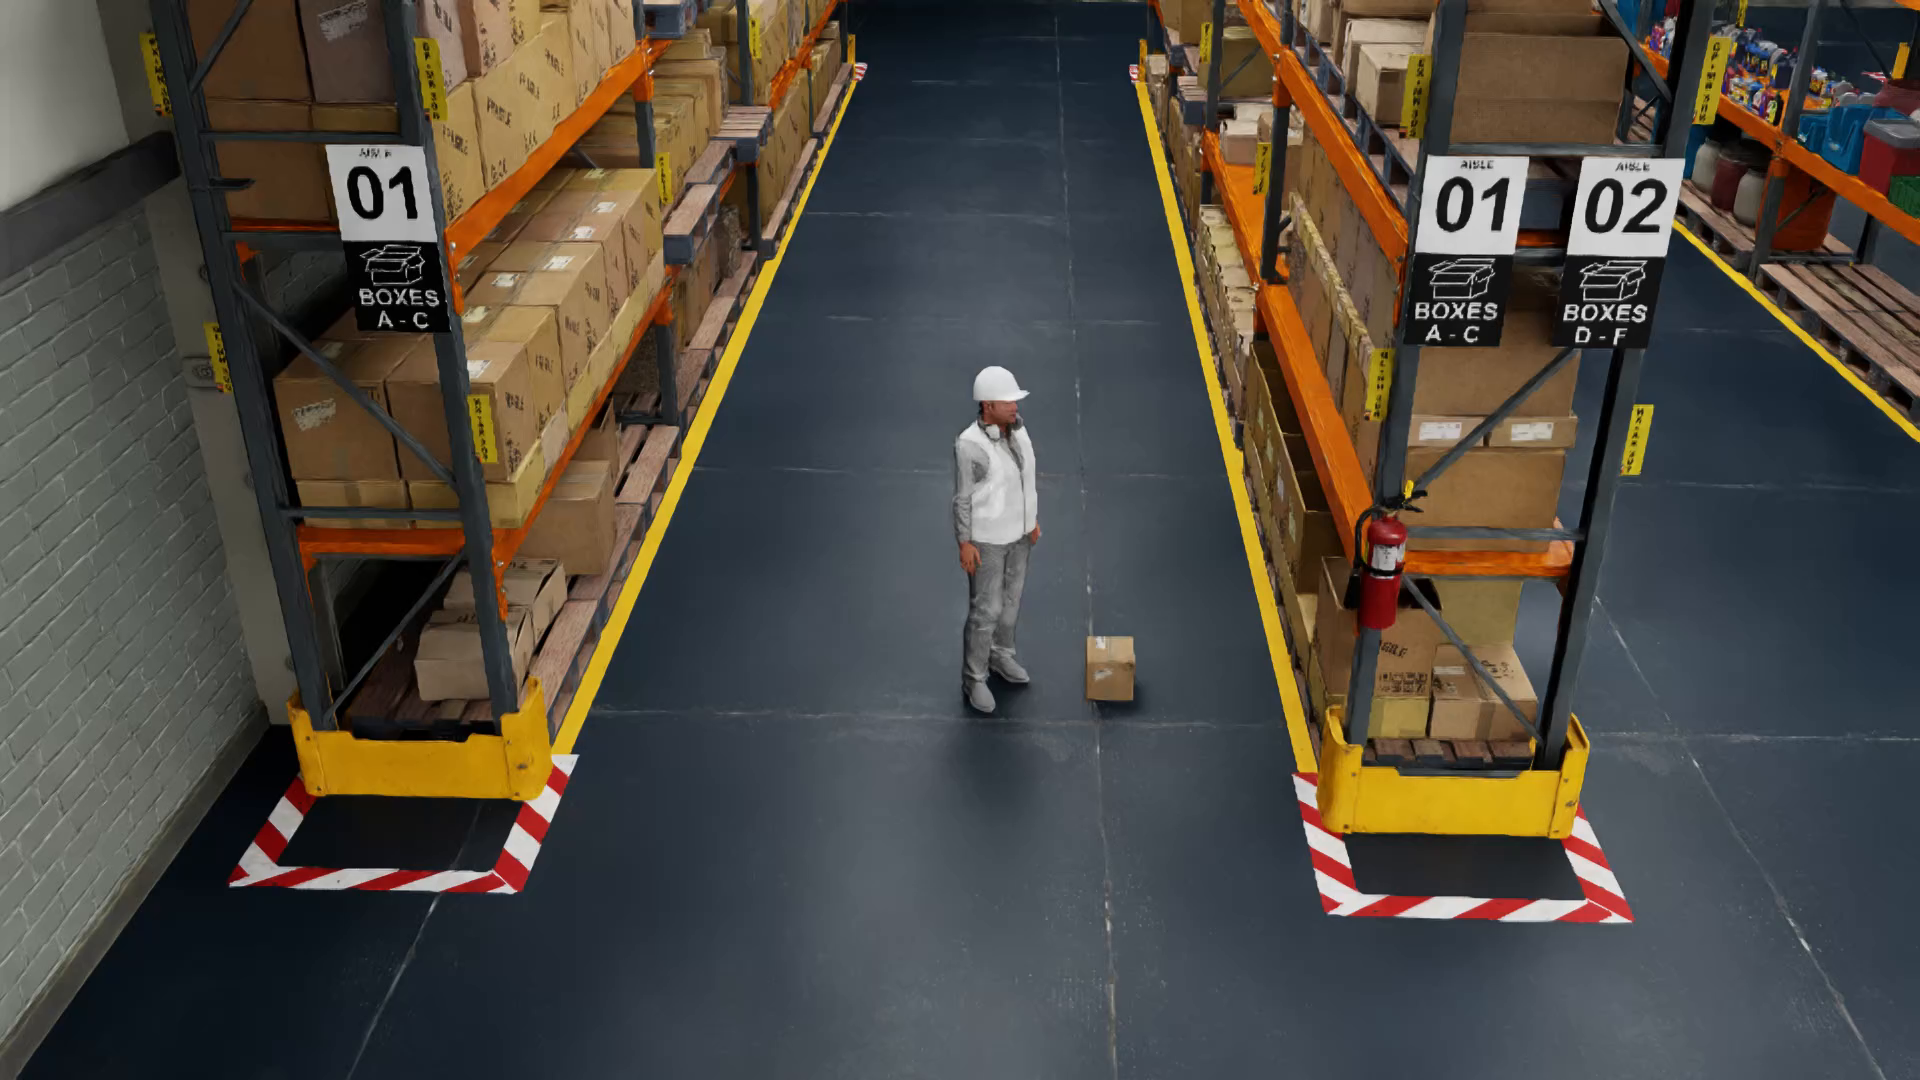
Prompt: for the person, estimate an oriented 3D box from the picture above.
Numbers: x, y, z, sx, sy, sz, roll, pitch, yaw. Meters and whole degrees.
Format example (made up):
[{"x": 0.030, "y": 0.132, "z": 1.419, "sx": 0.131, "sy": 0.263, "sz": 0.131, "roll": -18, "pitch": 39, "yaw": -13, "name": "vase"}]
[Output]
[{"x": 0.197, "y": -0.036, "z": 8.642, "sx": 0.403, "sy": 1.779, "sz": 0.658, "roll": 20, "pitch": 34, "yaw": 33, "name": "person"}]
